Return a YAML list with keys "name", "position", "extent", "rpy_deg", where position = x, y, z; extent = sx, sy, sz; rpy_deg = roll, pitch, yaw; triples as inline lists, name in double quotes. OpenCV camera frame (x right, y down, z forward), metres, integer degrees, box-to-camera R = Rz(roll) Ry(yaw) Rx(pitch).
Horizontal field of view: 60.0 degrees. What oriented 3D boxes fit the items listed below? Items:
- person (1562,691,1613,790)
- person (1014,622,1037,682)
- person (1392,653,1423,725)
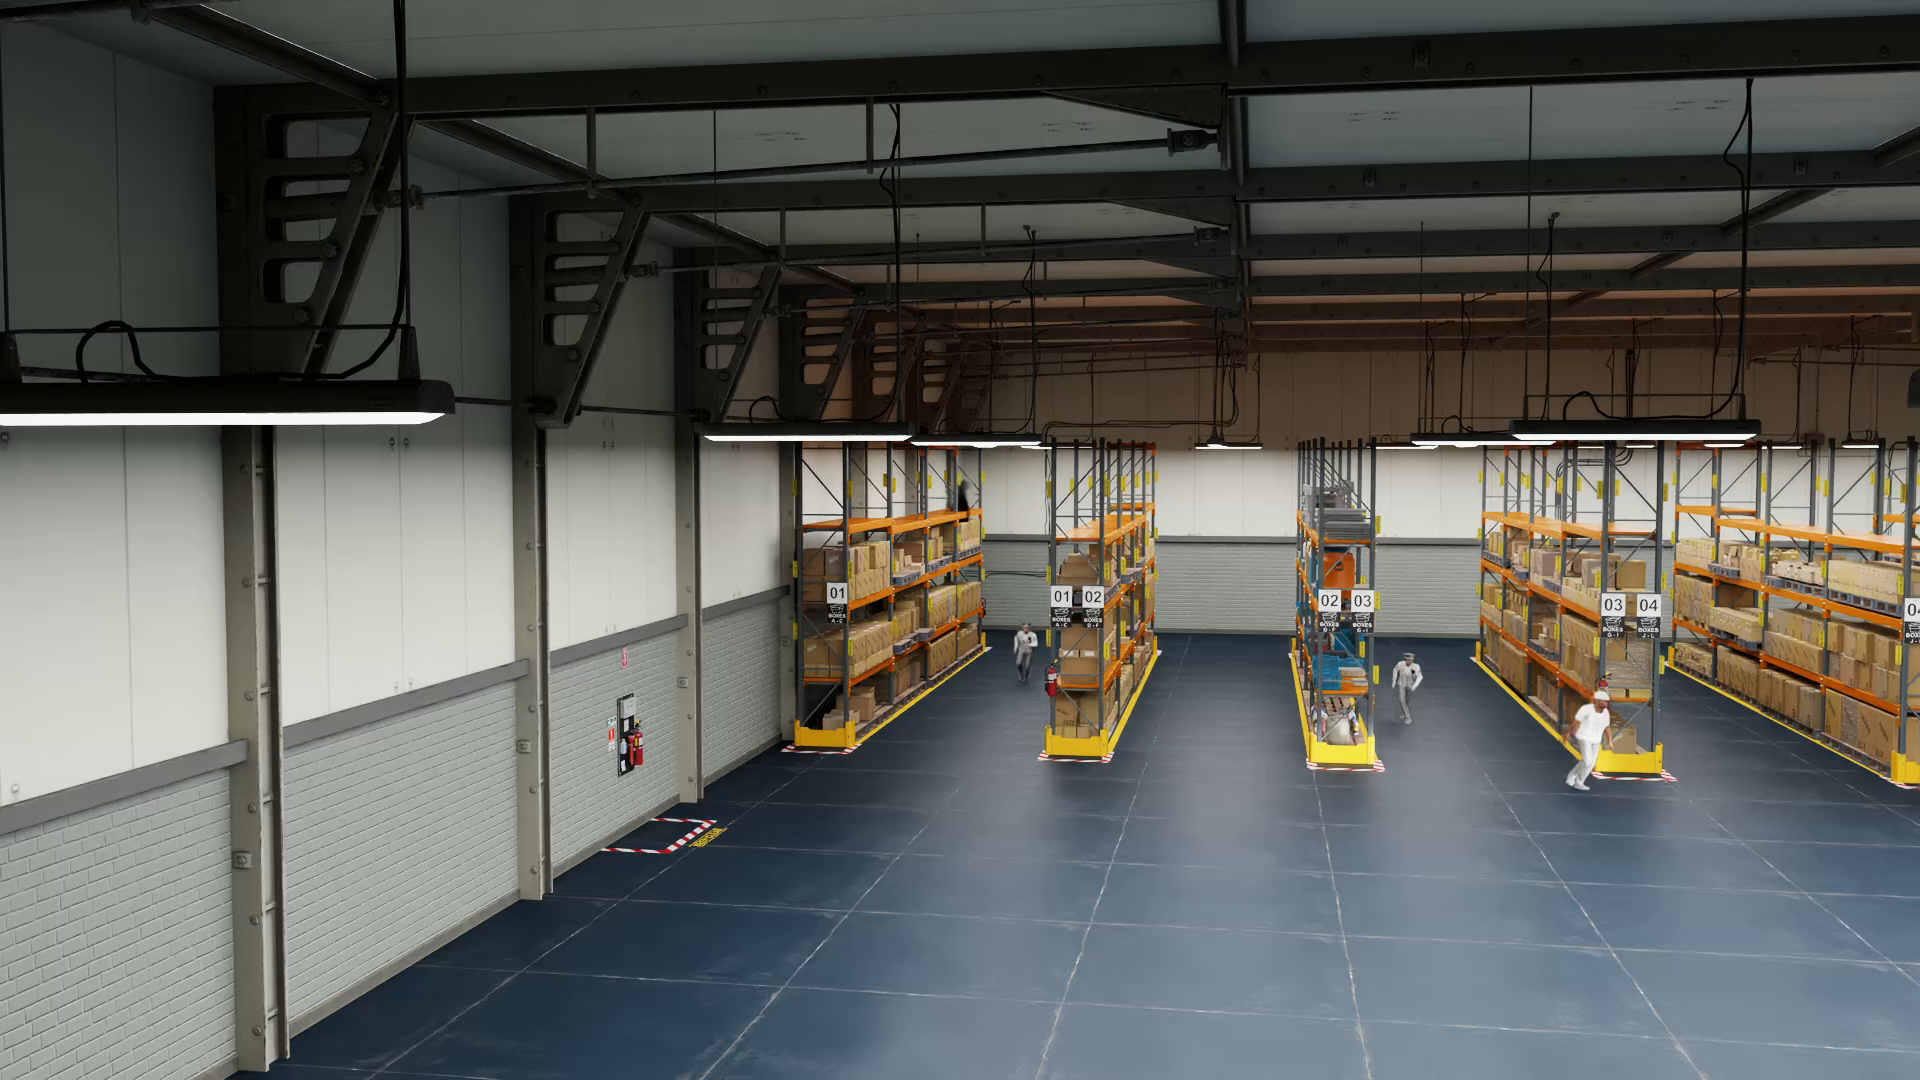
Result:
- name: "person"
  position: [10.629, 3.378, 28.032]
  extent: [0.692, 1.707, 0.630]
  rpy_deg: [-1, 3, -23]
- name: "person"
  position: [1.631, 2.774, 41.230]
  extent: [0.610, 1.528, 0.833]
  rpy_deg: [0, 3, 8]
- name: "person"
  position: [9.441, 3.097, 35.124]
  extent: [0.618, 1.514, 1.007]
  rpy_deg: [1, 3, 13]
